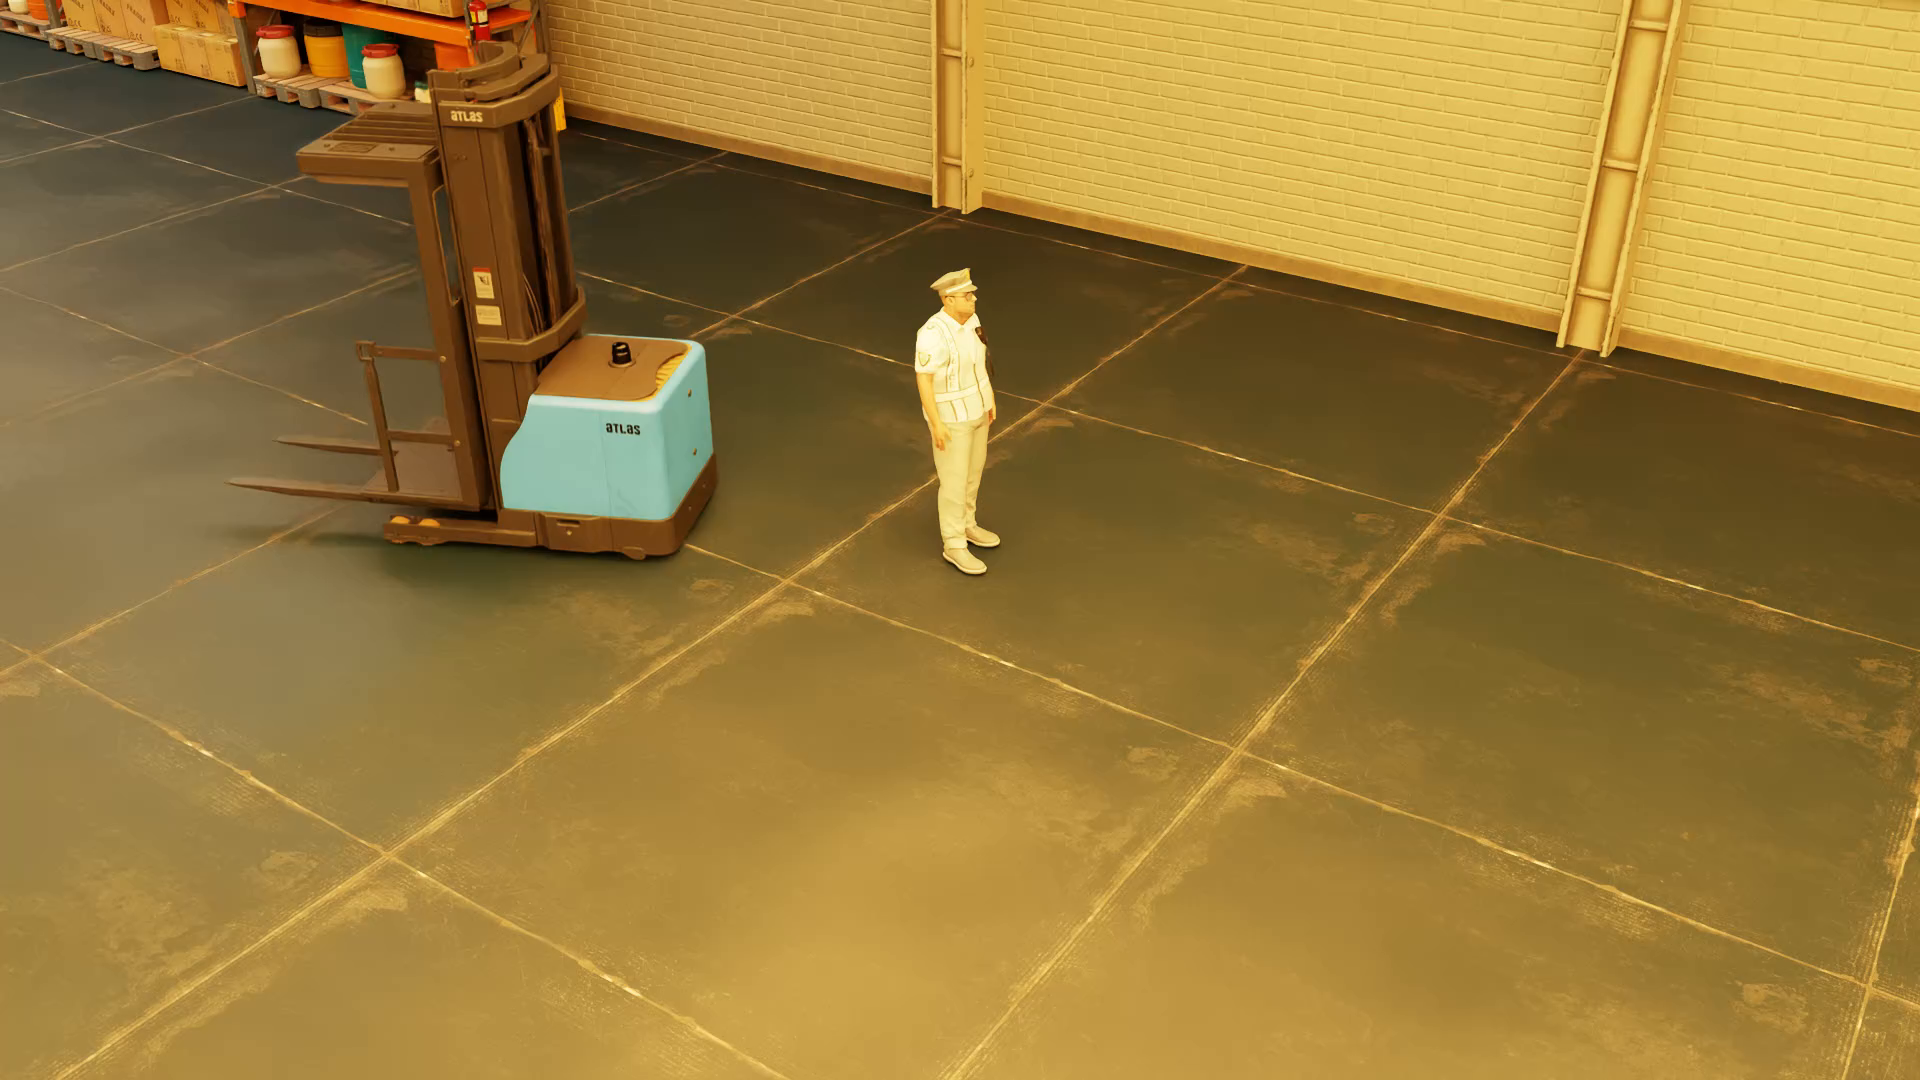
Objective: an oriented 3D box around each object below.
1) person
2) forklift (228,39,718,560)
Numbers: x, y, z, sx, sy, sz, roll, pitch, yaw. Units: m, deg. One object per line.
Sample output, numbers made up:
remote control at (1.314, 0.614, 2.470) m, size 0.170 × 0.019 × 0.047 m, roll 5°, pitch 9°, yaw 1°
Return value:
person at (0.059, -0.751, 10.003) m, size 0.574 × 1.781 × 0.641 m, roll 19°, pitch 35°, yaw 29°
forklift at (-3.166, -1.485, 10.139) m, size 3.031 × 2.935 × 1.130 m, roll 5°, pitch 30°, yaw 8°
